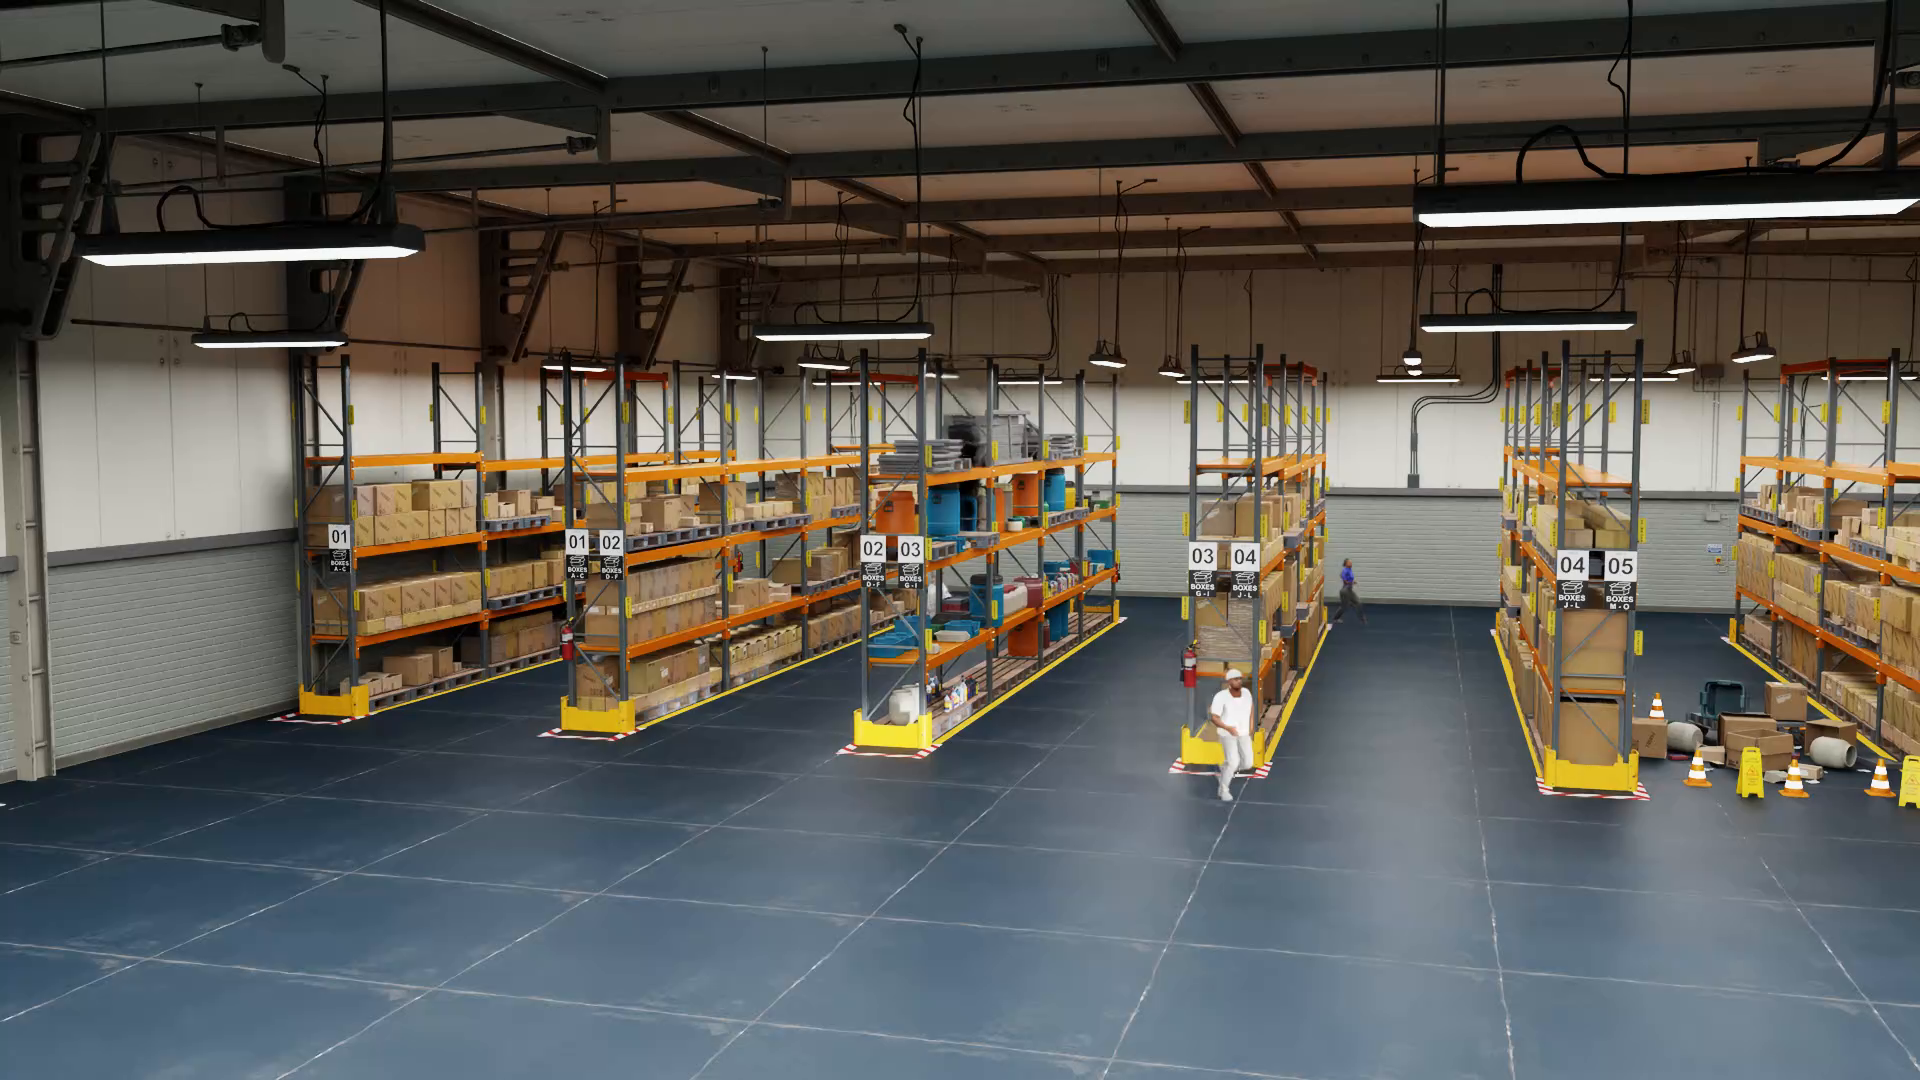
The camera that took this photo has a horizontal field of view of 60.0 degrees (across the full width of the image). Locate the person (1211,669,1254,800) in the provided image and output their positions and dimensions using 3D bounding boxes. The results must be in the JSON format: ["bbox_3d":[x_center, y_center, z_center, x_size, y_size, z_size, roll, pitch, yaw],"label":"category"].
[{"bbox_3d":[3.587,2.527,21.643,0.735,1.723,0.648,-2,5,-26],"label":"person"}]

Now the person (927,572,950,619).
[{"bbox_3d":[-0.470,1.502,35.096,0.610,1.694,0.840,1,5,18],"label":"person"}]

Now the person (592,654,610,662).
[{"bbox_3d":[-6.455,1.856,30.242,0.704,1.734,0.653,1,4,13],"label":"person"}]

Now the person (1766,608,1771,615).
[{"bbox_3d":[18.377,1.433,37.428,0.587,1.568,0.609,-3,5,-38],"label":"person"}]

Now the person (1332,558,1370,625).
[{"bbox_3d":[9.294,1.256,39.709,0.900,1.630,0.590,3,5,32],"label":"person"}]
